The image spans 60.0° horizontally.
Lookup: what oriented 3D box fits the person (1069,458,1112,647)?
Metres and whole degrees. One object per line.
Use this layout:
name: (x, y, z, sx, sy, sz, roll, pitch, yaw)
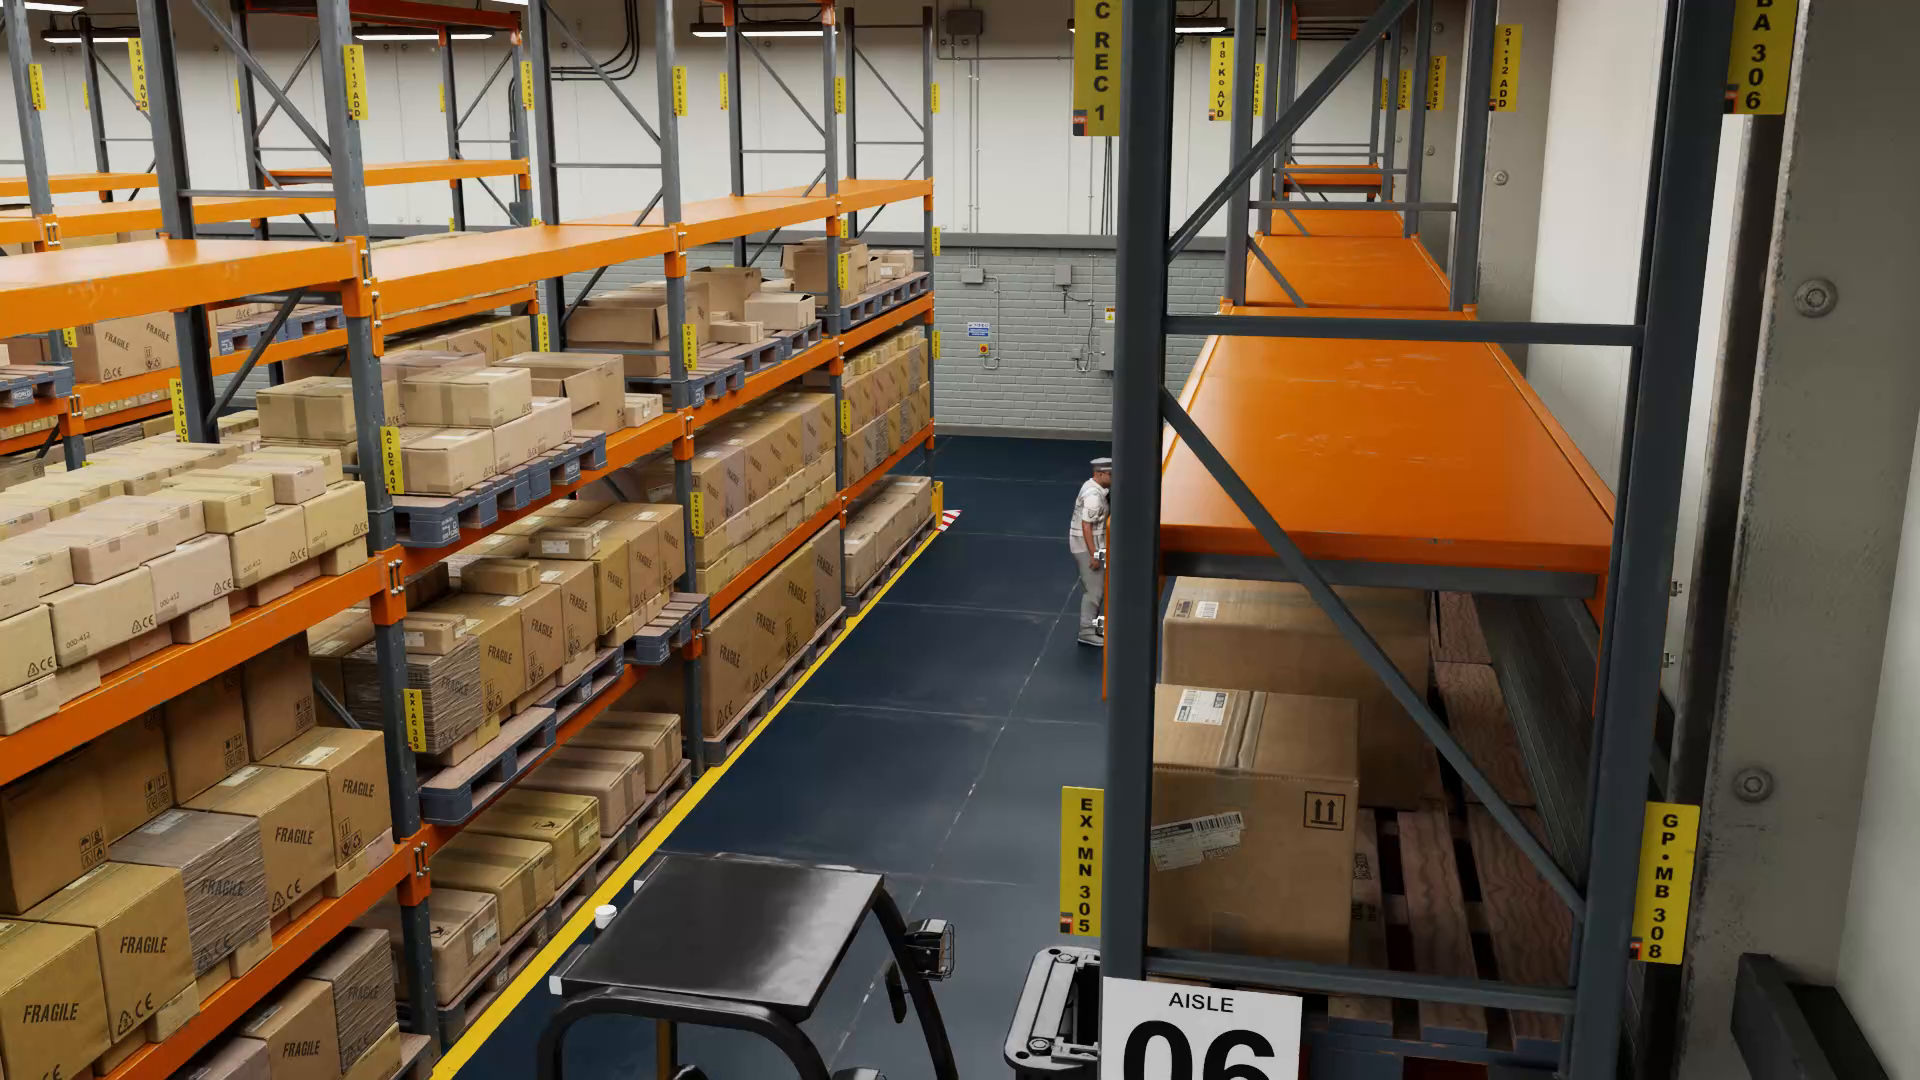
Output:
person: (1.256, 0.083, 15.673, 0.436, 1.748, 0.587, 3, 15, 12)
